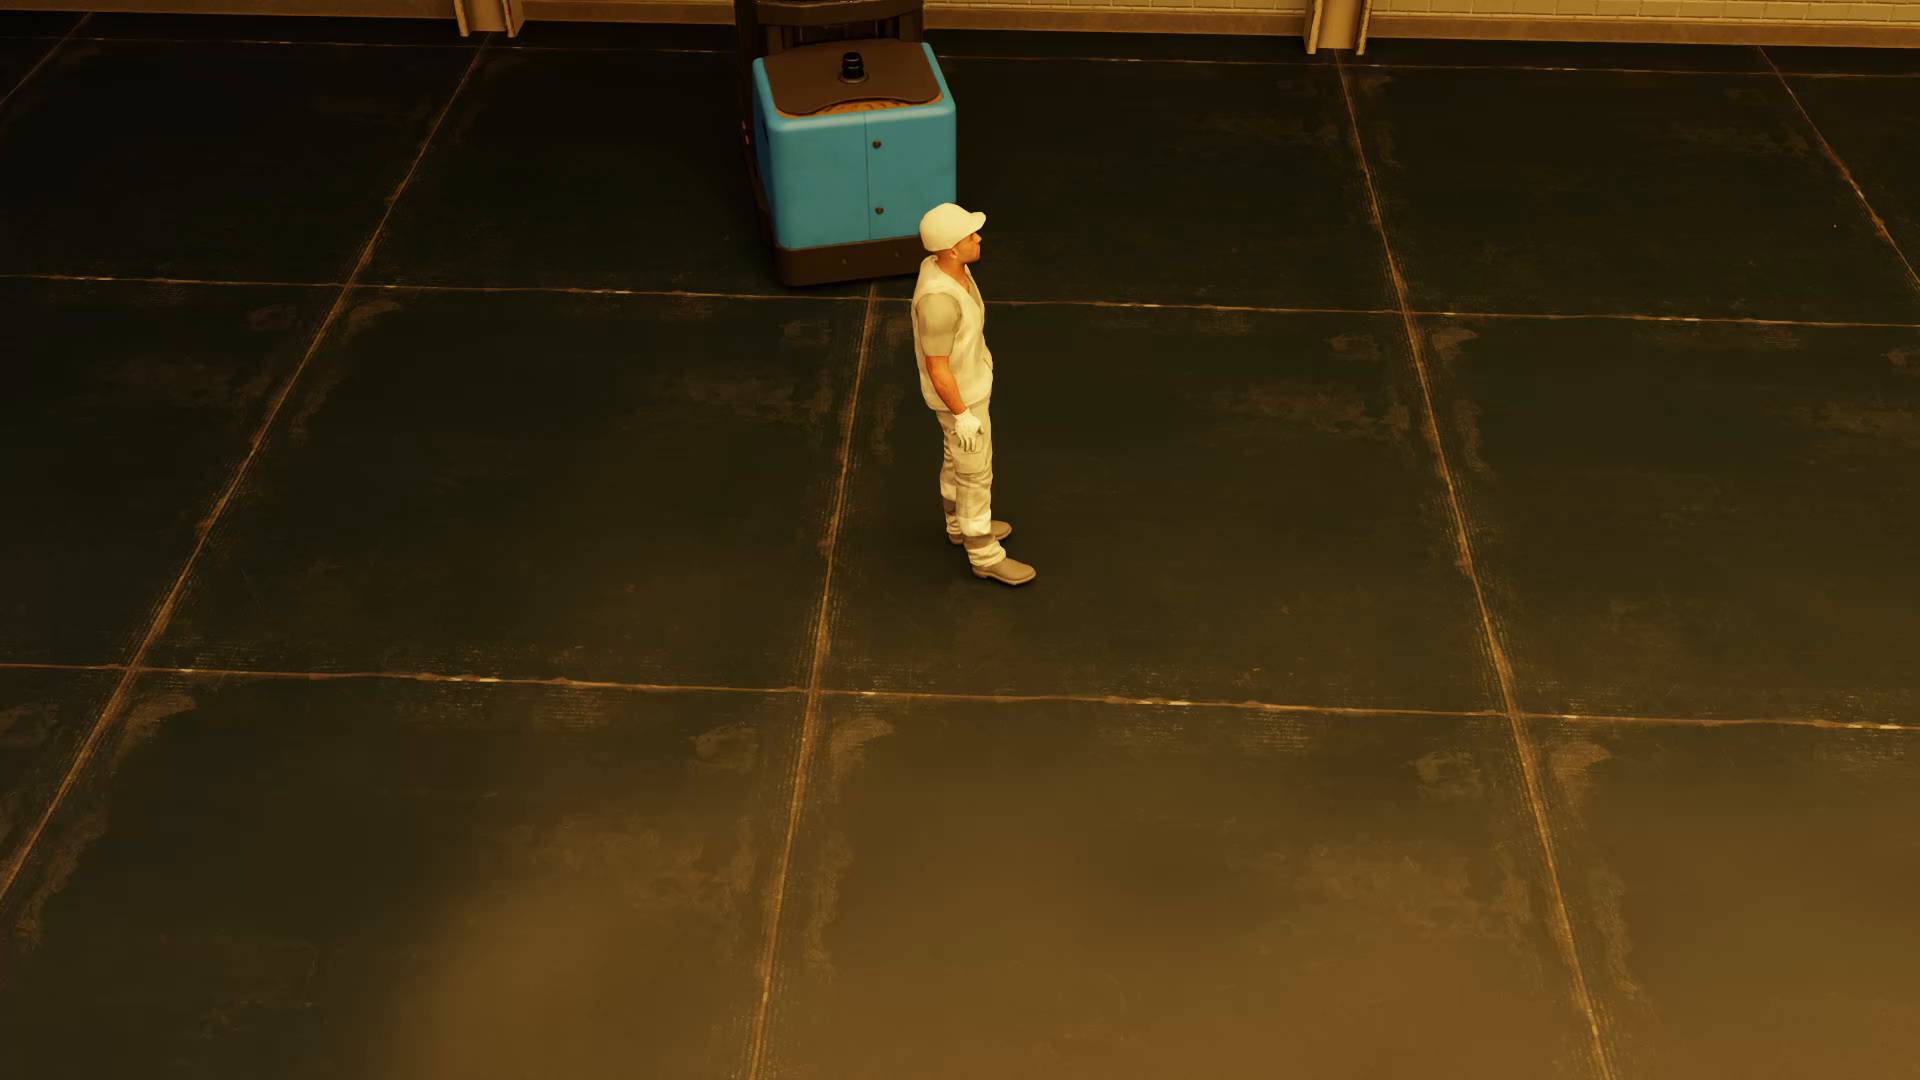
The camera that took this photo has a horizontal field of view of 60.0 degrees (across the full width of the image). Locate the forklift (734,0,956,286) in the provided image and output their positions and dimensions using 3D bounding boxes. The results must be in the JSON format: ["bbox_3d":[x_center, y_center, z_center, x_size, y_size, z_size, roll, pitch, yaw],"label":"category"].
[{"bbox_3d":[-0.809,-3.516,9.594,1.130,2.935,3.031,-8,43,-9],"label":"forklift"}]

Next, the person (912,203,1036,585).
[{"bbox_3d":[0.080,-0.656,7.296,0.562,1.790,0.637,2,42,2],"label":"person"}]
